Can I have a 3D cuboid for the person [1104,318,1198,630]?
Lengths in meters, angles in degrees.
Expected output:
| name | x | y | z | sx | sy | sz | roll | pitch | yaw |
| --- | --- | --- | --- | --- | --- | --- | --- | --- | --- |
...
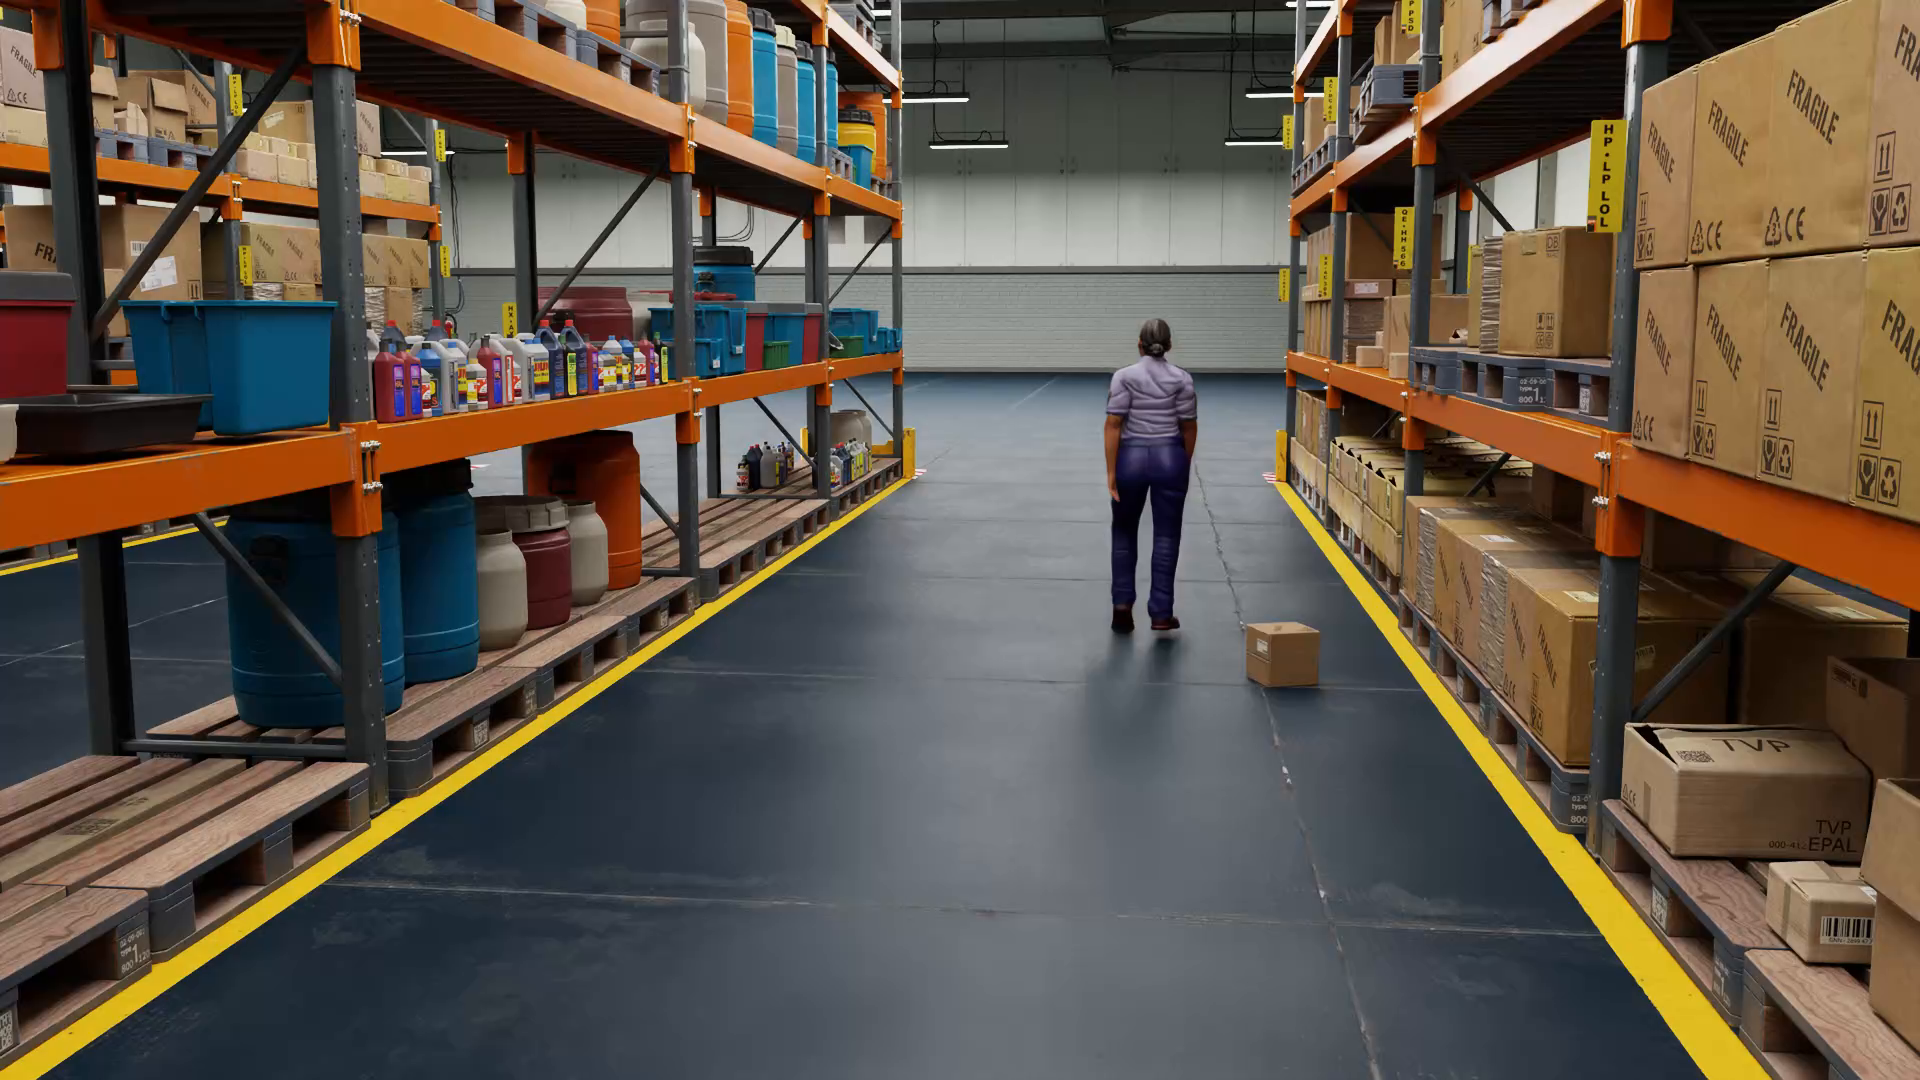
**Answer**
| name | x | y | z | sx | sy | sz | roll | pitch | yaw |
| --- | --- | --- | --- | --- | --- | --- | --- | --- | --- |
| person | 1.009 | -0.311 | 8.804 | 0.482 | 1.714 | 0.622 | 1 | 8 | 9 |
